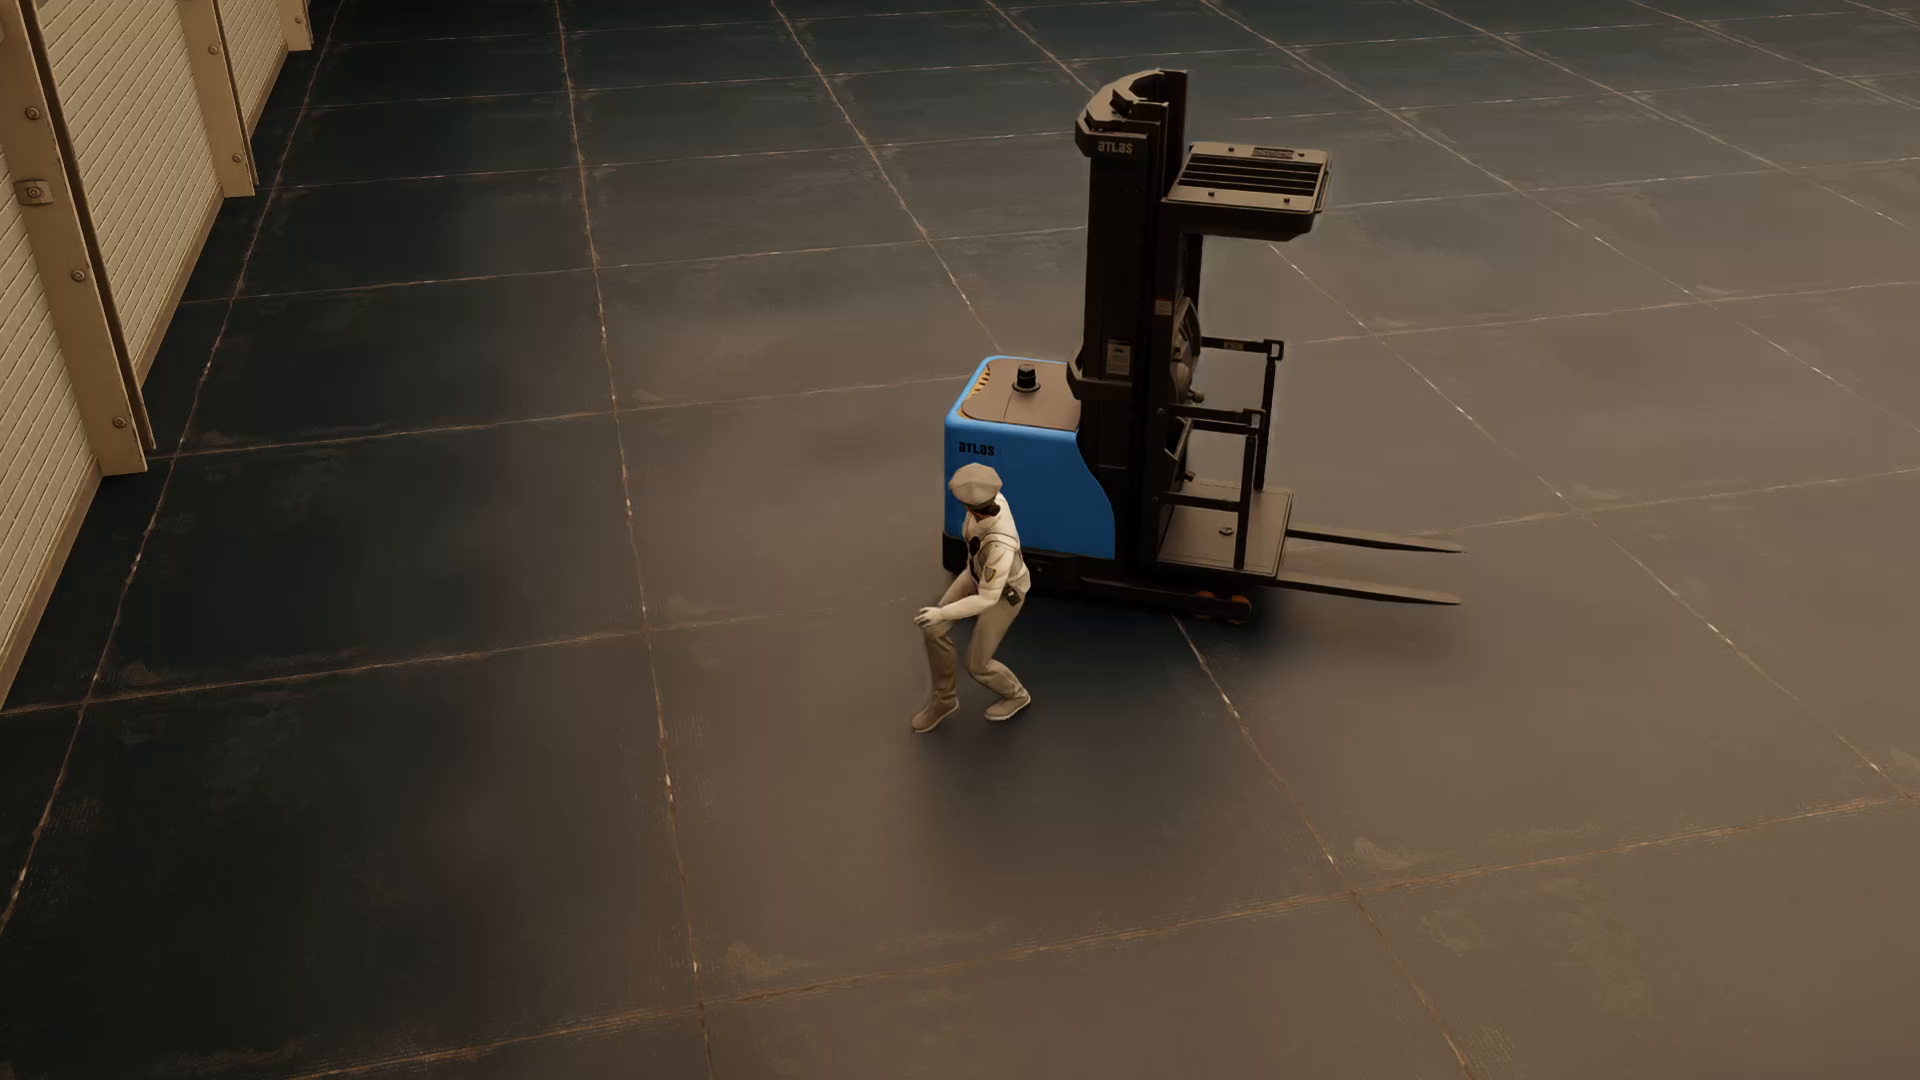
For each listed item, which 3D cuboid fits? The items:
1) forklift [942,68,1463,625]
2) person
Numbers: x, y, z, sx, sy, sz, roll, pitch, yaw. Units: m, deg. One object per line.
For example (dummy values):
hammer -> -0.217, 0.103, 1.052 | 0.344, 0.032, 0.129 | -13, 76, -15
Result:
forklift -> 1.469, -1.075, 9.431 | 3.031, 2.935, 1.130 | 8, 31, 13
person -> 0.031, 0.255, 8.590 | 0.729, 1.502, 0.700 | -16, 34, -26
